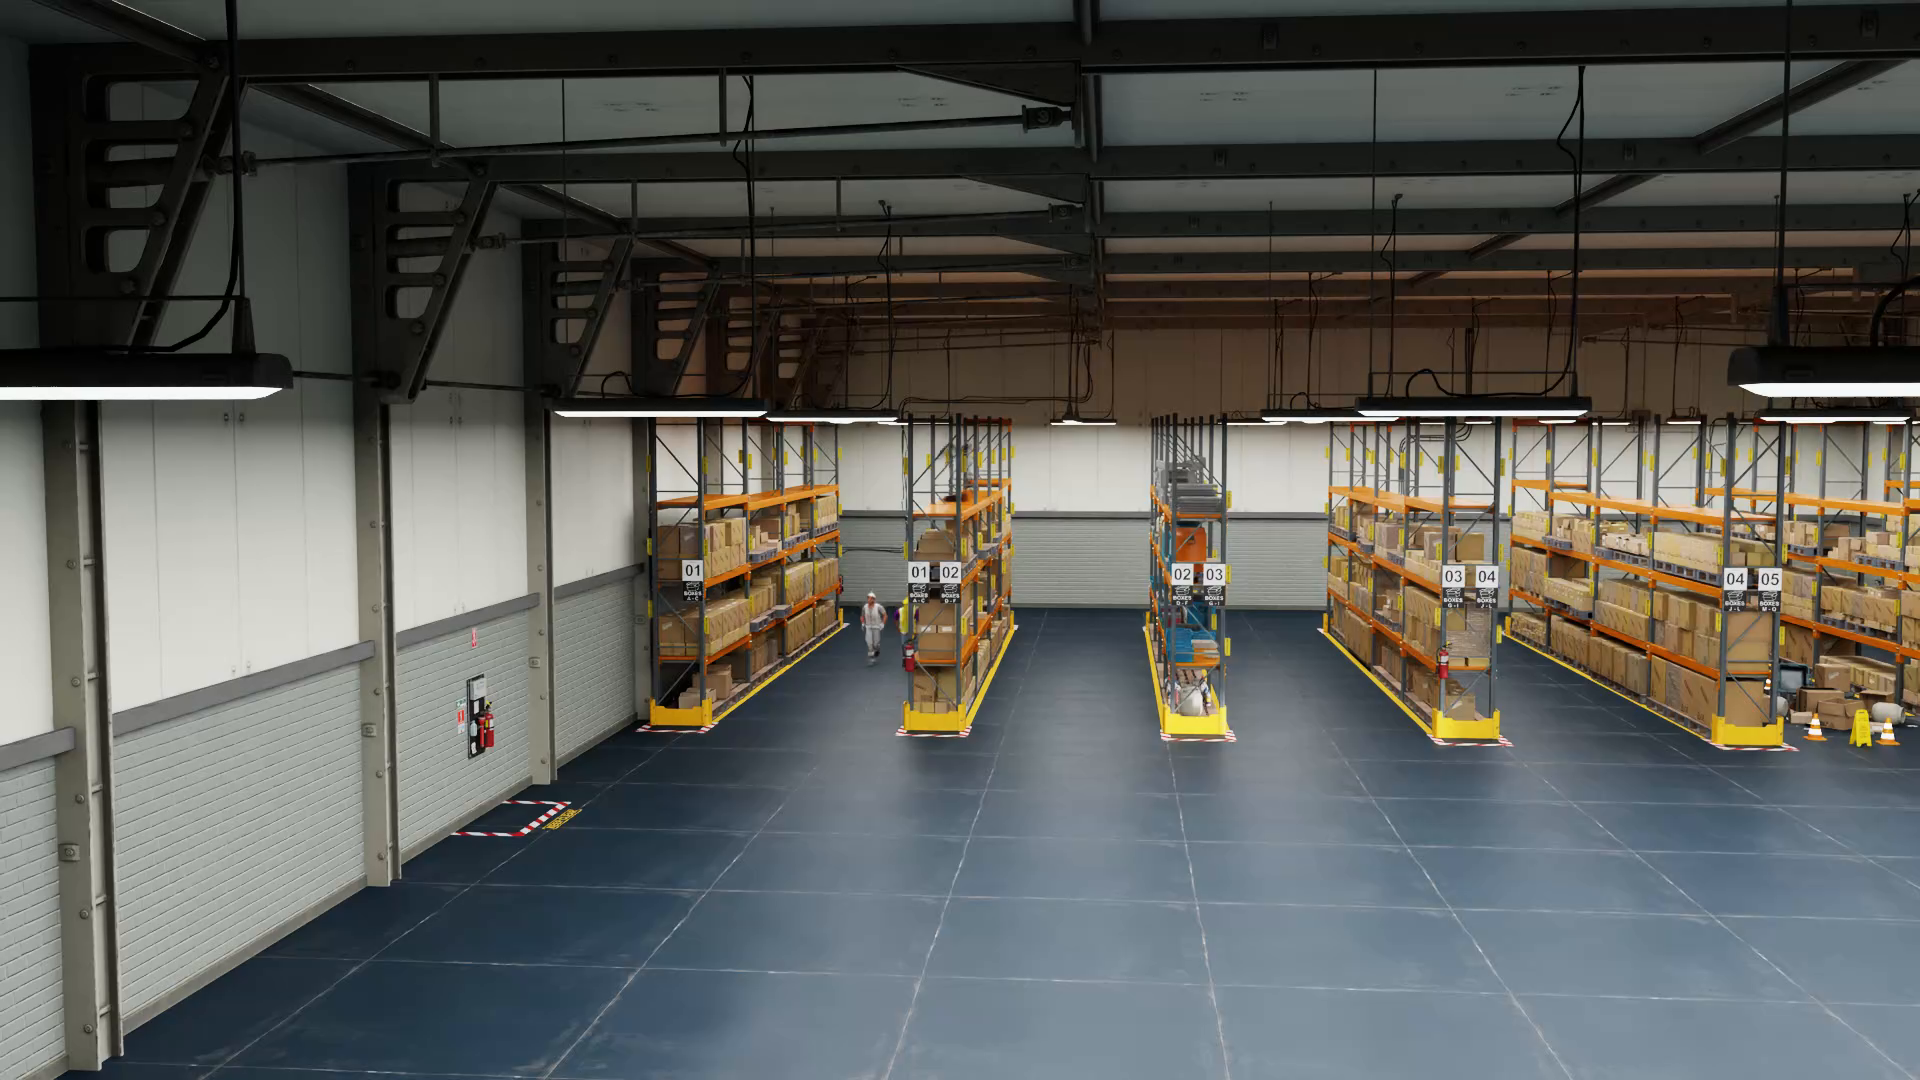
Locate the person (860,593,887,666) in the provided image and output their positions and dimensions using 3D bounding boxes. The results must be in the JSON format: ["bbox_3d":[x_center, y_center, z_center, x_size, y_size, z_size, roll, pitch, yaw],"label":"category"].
[{"bbox_3d":[-2.092,2.149,40.257,0.655,1.763,0.678,1,4,11],"label":"person"}]

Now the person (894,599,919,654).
[{"bbox_3d":[-1.234,2.226,39.515,0.672,1.708,0.873,1,4,9],"label":"person"}]
